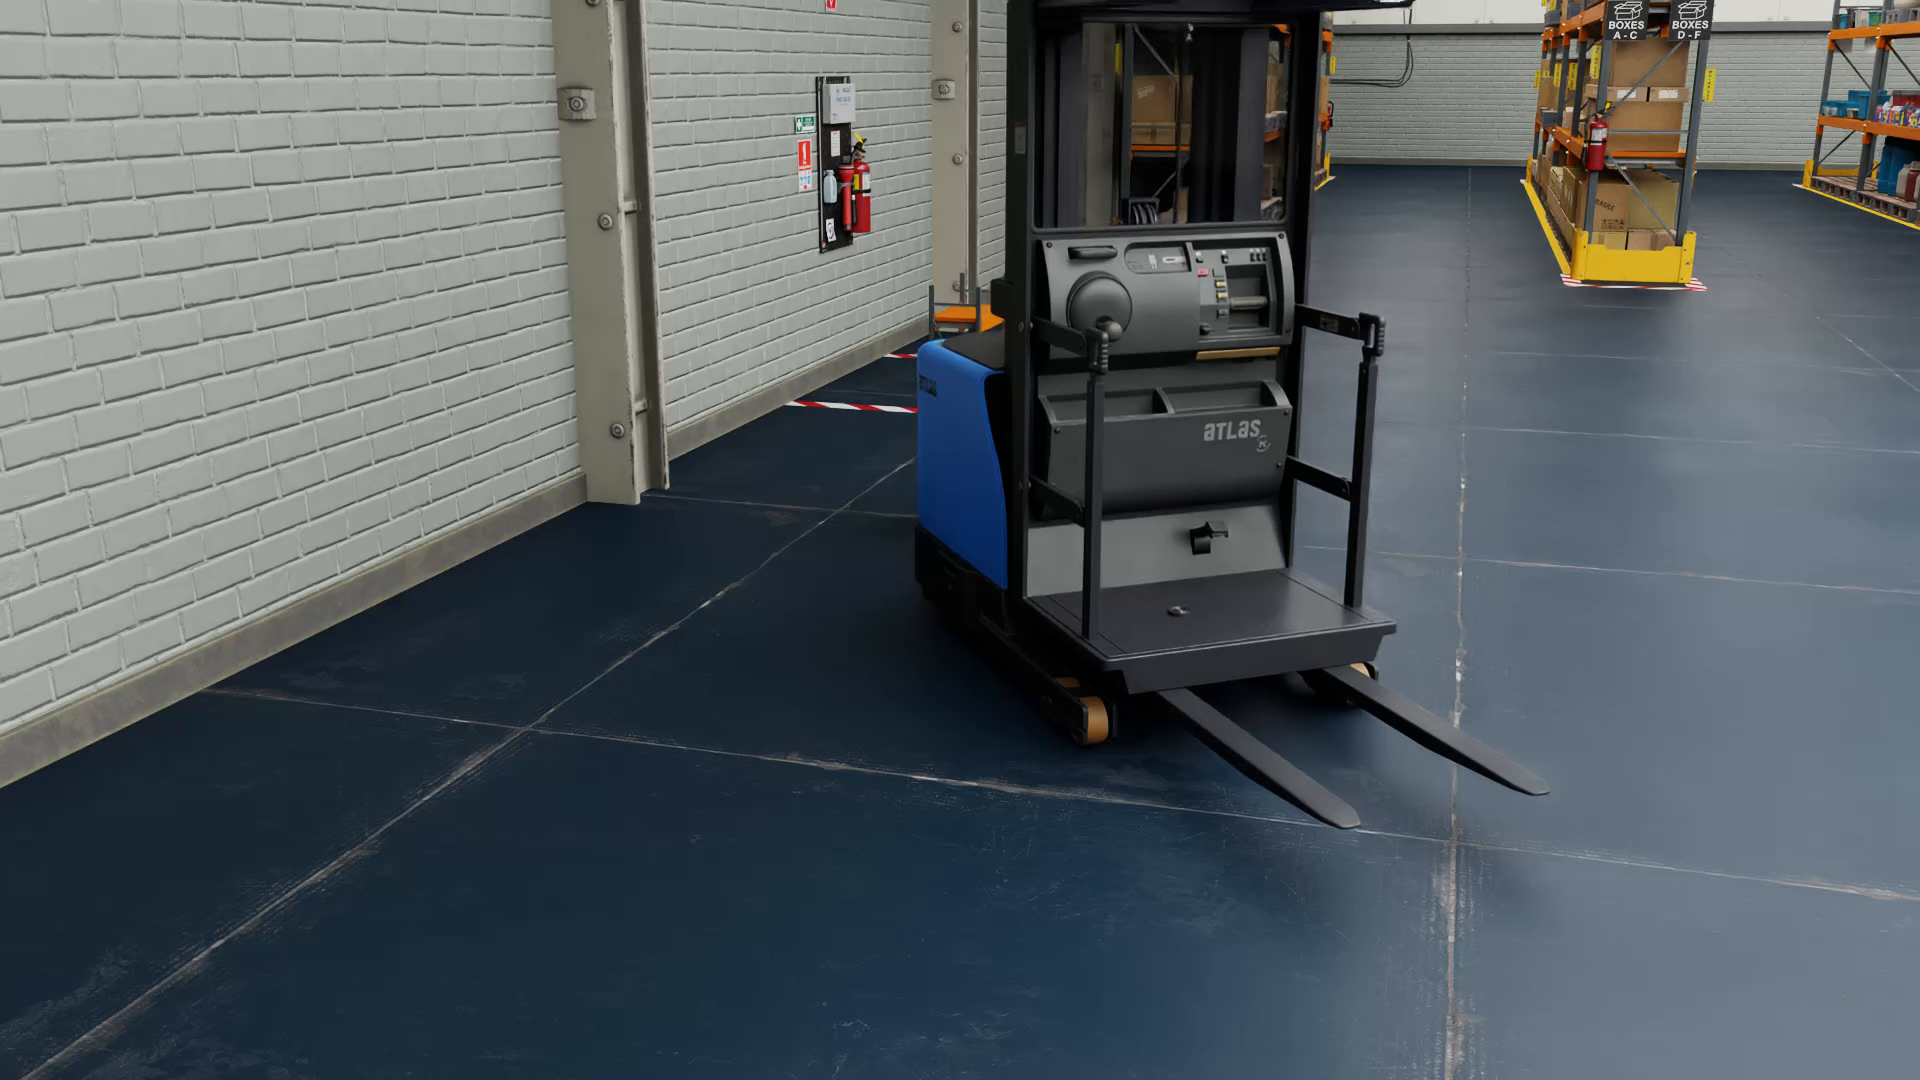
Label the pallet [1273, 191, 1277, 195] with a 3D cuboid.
[{"bbox_3d":[4.869,-5.526,26.926,1.003,0.211,1.213,5,16,16],"label":"pallet"}]

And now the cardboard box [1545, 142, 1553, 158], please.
[{"bbox_3d":[9.804,-6.331,27.055,0.500,0.250,0.500,5,16,16],"label":"cardboard box"}]

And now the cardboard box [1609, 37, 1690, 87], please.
[{"bbox_3d":[7.210,-4.999,17.394,0.700,0.500,0.500,5,16,16],"label":"cardboard box"}]

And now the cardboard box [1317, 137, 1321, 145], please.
[{"bbox_3d":[6.809,-7.766,32.336,0.380,0.149,0.250,5,17,17],"label":"cardboard box"}]

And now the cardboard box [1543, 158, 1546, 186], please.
[{"bbox_3d":[9.799,-5.962,27.125,0.500,0.500,0.500,5,17,17],"label":"cardboard box"}]

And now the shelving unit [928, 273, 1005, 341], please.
[{"bbox_3d":[0.047,-0.621,7.818,0.258,1.200,0.503,5,16,16],"label":"shelving unit"}]

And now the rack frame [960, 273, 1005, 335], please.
[{"bbox_3d":[0.116,-0.684,8.043,0.240,1.200,0.015,5,16,16],"label":"rack frame"}]

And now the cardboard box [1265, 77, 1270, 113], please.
[{"bbox_3d":[4.116,-6.476,24.174,0.700,0.500,0.500,5,16,16],"label":"cardboard box"}]

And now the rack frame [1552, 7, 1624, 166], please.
[{"bbox_3d":[9.323,-6.284,24.488,1.000,3.000,0.127,5,16,16],"label":"rack frame"}]

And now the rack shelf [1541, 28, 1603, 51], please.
[{"bbox_3d":[11.028,-8.951,29.711,1.077,0.370,4.000,5,16,16],"label":"rack shelf"}]

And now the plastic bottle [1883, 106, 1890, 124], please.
[{"bbox_3d":[14.548,-6.668,26.078,0.097,0.271,0.097,0,16,0],"label":"plastic bottle"}]

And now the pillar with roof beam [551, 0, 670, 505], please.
[{"bbox_3d":[2.386,-4.237,6.278,9.100,9.000,0.400,5,16,16],"label":"pillar with roof beam"}]

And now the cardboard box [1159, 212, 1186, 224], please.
[{"bbox_3d":[2.582,-3.667,19.381,0.500,0.311,0.500,3,16,10],"label":"cardboard box"}]

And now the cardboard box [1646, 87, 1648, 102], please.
[{"bbox_3d":[7.440,-4.707,17.554,0.380,0.149,0.250,4,16,14],"label":"cardboard box"}]

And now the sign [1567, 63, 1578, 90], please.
[{"bbox_3d":[7.663,-5.796,20.791,0.100,0.325,0.005,5,16,16],"label":"sign"}]

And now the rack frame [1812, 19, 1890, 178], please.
[{"bbox_3d":[16.345,-7.992,30.510,1.000,3.000,0.127,5,16,16],"label":"rack frame"}]

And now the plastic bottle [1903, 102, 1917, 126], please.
[{"bbox_3d":[14.187,-6.352,24.817,0.144,0.351,0.185,5,16,16],"label":"plastic bottle"}]

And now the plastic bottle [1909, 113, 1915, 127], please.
[{"bbox_3d":[14.059,-6.184,24.500,0.097,0.201,0.097,0,16,0],"label":"plastic bottle"}]

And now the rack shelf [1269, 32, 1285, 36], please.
[{"bbox_3d":[5.141,-8.288,27.373,1.077,0.370,4.000,5,16,16],"label":"rack shelf"}]

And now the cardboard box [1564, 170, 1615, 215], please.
[{"bbox_3d":[7.470,-4.119,19.750,0.500,0.500,0.500,5,16,16],"label":"cardboard box"}]

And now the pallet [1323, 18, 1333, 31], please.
[{"bbox_3d":[6.645,-9.966,32.134,1.003,0.211,1.213,5,16,16],"label":"pallet"}]

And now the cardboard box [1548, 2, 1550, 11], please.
[{"bbox_3d":[10.916,-9.613,30.085,0.500,0.250,0.500,5,16,16],"label":"cardboard box"}]

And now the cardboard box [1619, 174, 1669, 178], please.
[{"bbox_3d":[7.844,-3.947,19.141,0.500,0.500,0.500,5,16,16],"label":"cardboard box"}]

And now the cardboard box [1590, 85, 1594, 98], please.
[{"bbox_3d":[7.635,-5.275,19.559,0.380,0.149,0.250,4,16,14],"label":"cardboard box"}]

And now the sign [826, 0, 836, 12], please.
[{"bbox_3d":[-0.873,-3.732,11.242,0.001,0.298,0.199,5,16,16],"label":"sign"}]

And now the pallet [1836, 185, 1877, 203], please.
[{"bbox_3d":[15.380,-5.800,27.889,1.003,0.211,1.213,5,16,16],"label":"pallet"}]

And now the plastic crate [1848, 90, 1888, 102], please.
[{"bbox_3d":[16.428,-7.936,30.137,0.616,0.435,0.499,5,16,16],"label":"plastic crate"}]

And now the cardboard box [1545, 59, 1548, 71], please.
[{"bbox_3d":[10.498,-8.147,29.038,0.500,0.500,0.500,4,16,15],"label":"cardboard box"}]

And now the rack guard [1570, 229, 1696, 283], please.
[{"bbox_3d":[7.043,-2.982,17.428,1.175,0.500,0.348,5,16,16],"label":"rack guard"}]

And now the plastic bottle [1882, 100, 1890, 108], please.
[{"bbox_3d":[14.786,-6.844,26.553,0.144,0.351,0.185,5,16,16],"label":"plastic bottle"}]

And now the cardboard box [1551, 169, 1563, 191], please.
[{"bbox_3d":[8.604,-5.048,23.370,0.500,0.311,0.500,4,16,14],"label":"cardboard box"}]

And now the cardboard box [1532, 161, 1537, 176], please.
[{"bbox_3d":[10.886,-6.884,30.836,0.500,0.250,0.500,5,16,16],"label":"cardboard box"}]

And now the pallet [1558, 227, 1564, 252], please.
[{"bbox_3d":[7.920,-3.692,20.457,1.003,0.211,1.213,5,16,16],"label":"pallet"}]

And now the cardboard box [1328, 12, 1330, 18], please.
[{"bbox_3d":[6.746,-10.033,31.530,0.500,0.250,0.500,4,16,14],"label":"cardboard box"}]

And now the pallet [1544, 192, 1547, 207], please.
[{"bbox_3d":[9.920,-5.453,26.669,1.003,0.211,1.213,5,16,16],"label":"pallet"}]

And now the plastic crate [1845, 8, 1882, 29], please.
[{"bbox_3d":[15.647,-9.027,28.775,0.504,0.338,0.767,5,16,16],"label":"plastic crate"}]

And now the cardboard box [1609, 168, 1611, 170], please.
[{"bbox_3d":[9.269,-5.141,23.698,0.500,0.311,0.500,4,16,15],"label":"cardboard box"}]

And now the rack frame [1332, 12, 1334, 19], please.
[{"bbox_3d":[6.846,-11.647,32.400,1.000,3.000,0.127,5,16,16],"label":"rack frame"}]

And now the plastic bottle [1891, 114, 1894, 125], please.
[{"bbox_3d":[14.389,-6.488,25.571,0.097,0.201,0.097,0,16,0],"label":"plastic bottle"}]

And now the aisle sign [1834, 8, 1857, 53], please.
[{"bbox_3d":[16.080,-9.285,30.303,0.394,0.787,0.004,5,16,16],"label":"aisle sign"}]

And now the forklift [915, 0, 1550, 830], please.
[{"bbox_3d":[0.794,-0.861,5.493,1.130,2.935,3.031,-6,17,-19],"label":"forklift"}]

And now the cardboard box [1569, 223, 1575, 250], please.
[{"bbox_3d":[7.049,-3.365,18.467,0.500,0.250,0.500,5,16,16],"label":"cardboard box"}]

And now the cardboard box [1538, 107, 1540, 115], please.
[{"bbox_3d":[10.931,-8.063,30.577,0.500,0.500,0.500,5,16,16],"label":"cardboard box"}]

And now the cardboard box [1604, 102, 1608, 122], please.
[{"bbox_3d":[7.339,-4.498,18.008,0.700,0.500,0.500,5,17,17],"label":"cardboard box"}]

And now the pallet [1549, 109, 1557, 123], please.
[{"bbox_3d":[9.871,-6.701,26.310,1.003,0.211,1.213,5,16,16],"label":"pallet"}]

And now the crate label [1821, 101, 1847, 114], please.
[{"bbox_3d":[15.959,-7.901,30.387,0.416,0.233,0.303,5,16,16],"label":"crate label"}]

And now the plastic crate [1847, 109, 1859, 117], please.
[{"bbox_3d":[15.414,-7.327,28.536,0.293,0.136,0.466,5,16,16],"label":"plastic crate"}]

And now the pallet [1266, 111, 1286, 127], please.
[{"bbox_3d":[4.472,-6.380,25.179,1.213,0.211,1.003,5,16,16],"label":"pallet"}]

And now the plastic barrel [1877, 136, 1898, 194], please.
[{"bbox_3d":[15.037,-5.997,26.552,0.600,0.901,0.708,5,16,16],"label":"plastic barrel"}]

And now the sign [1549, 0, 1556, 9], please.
[{"bbox_3d":[9.937,-9.063,27.839,0.100,0.325,0.005,5,16,16],"label":"sign"}]

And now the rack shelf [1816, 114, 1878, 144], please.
[{"bbox_3d":[15.776,-7.123,28.763,1.077,0.370,4.000,5,16,16],"label":"rack shelf"}]

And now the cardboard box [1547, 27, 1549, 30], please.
[{"bbox_3d":[10.776,-9.241,29.692,0.500,0.250,0.500,5,16,16],"label":"cardboard box"}]

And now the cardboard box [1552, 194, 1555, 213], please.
[{"bbox_3d":[8.463,-4.647,22.985,0.500,0.250,0.500,5,17,17],"label":"cardboard box"}]
